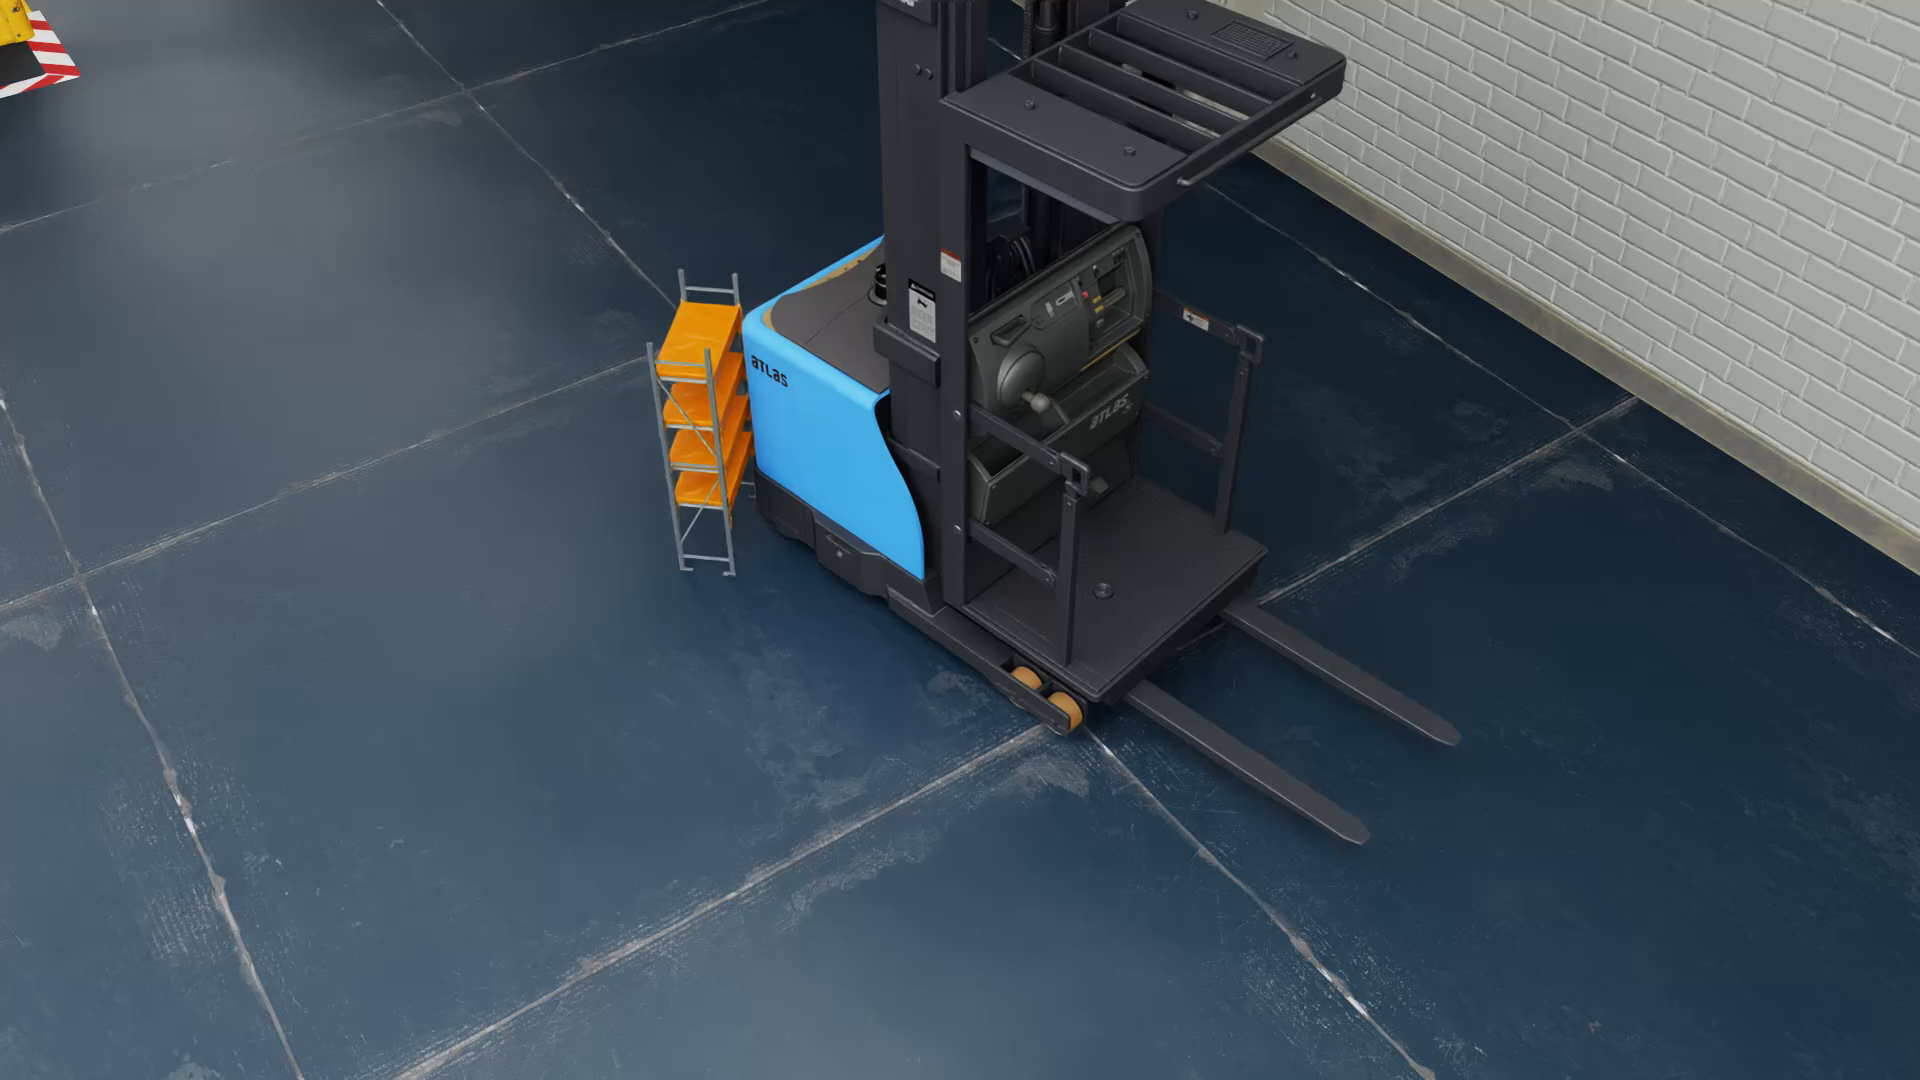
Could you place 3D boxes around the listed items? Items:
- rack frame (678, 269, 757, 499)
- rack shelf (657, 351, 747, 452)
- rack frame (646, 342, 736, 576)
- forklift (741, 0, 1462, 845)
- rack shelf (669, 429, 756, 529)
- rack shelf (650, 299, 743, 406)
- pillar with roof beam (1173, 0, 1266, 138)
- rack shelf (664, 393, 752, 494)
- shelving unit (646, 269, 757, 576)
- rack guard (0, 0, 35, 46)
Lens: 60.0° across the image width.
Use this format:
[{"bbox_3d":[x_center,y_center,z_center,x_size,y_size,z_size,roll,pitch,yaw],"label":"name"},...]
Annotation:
[{"bbox_3d":[-1.009,-0.632,7.032,0.240,1.200,0.015,5,44,5],"label":"rack frame"},{"bbox_3d":[-1.038,-0.578,6.749,0.258,0.148,0.480,5,44,5],"label":"rack shelf"},{"bbox_3d":[-1.069,-0.298,6.682,0.240,1.200,0.015,5,44,5],"label":"rack frame"},{"bbox_3d":[0.529,-0.717,5.870,3.031,2.935,1.130,33,53,30],"label":"forklift"},{"bbox_3d":[-1.041,-0.273,7.041,0.258,0.148,0.480,5,44,5],"label":"rack shelf"},{"bbox_3d":[-1.036,-0.749,6.586,0.258,0.148,0.480,5,44,5],"label":"rack shelf"},{"bbox_3d":[-2.104,-3.894,4.803,9.100,9.000,0.400,-26,49,-24],"label":"pillar with roof beam"},{"bbox_3d":[-1.040,-0.416,6.904,0.258,0.148,0.480,5,44,5],"label":"rack shelf"},{"bbox_3d":[-1.039,-0.465,6.857,0.258,1.200,0.503,5,44,5],"label":"shelving unit"},{"bbox_3d":[-6.459,-3.249,10.282,1.175,0.500,0.348,-26,49,-24],"label":"rack guard"}]
